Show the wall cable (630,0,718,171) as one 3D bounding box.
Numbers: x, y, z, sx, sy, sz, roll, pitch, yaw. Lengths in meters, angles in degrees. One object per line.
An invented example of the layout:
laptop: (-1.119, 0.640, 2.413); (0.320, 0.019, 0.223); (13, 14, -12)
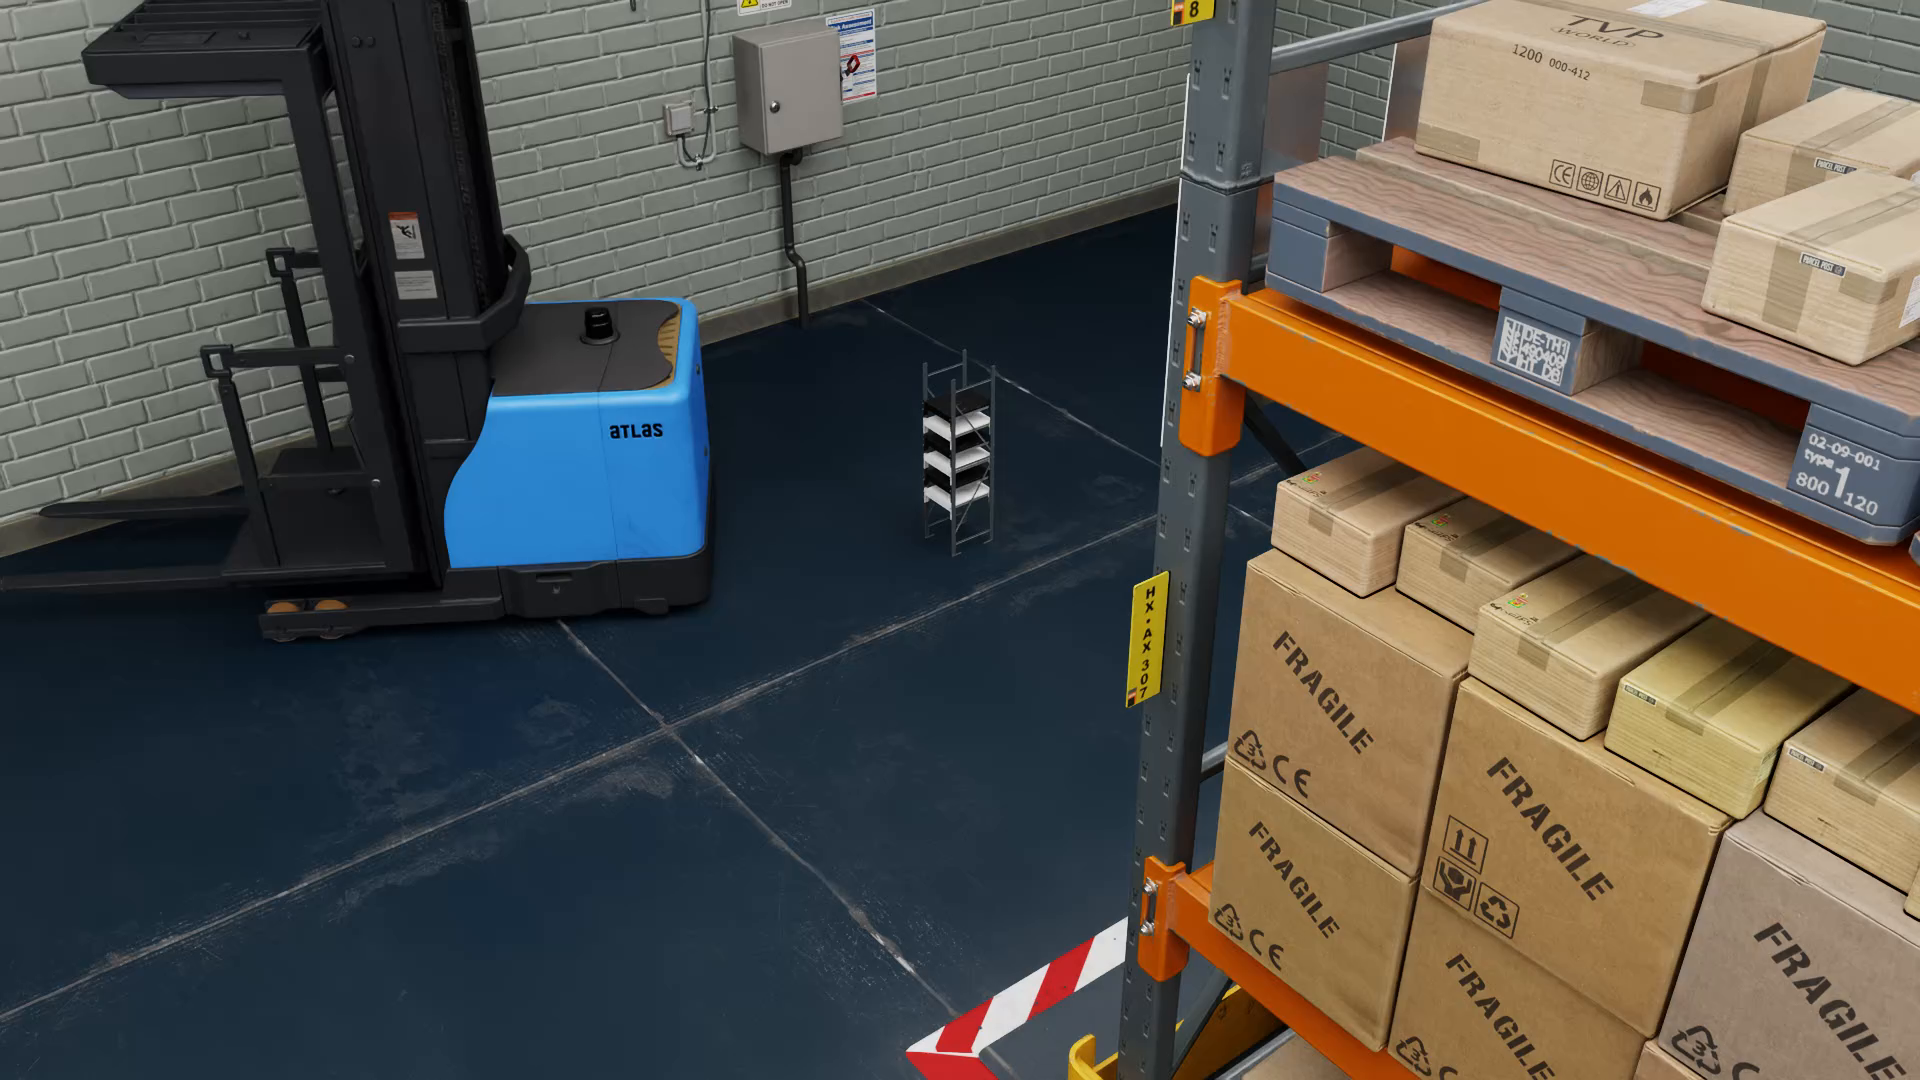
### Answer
wall cable: (-1.510, -2.792, 8.439); (0.588, 1.984, 0.122); (-22, 38, -31)

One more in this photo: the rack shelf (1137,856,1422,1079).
rack shelf: (2.080, 1.585, 3.037); (1.077, 0.370, 4.000); (-22, 38, -31)

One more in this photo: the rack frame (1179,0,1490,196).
rack frame: (0.853, -2.103, 2.606); (1.000, 3.000, 0.127); (-22, 38, -31)

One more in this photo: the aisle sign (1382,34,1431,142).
aisle sign: (1.054, -0.789, 3.713); (0.394, 0.787, 0.004); (-22, 38, -31)

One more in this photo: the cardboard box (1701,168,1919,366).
cardboard box: (1.339, -0.415, 2.477); (0.380, 0.149, 0.250); (-21, 37, -30)

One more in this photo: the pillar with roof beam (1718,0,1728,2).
pillar with roof beam: (0.430, -3.733, 5.231); (9.100, 9.000, 0.400); (-22, 38, -31)

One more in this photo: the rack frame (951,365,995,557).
rack frame: (0.057, -0.343, 7.450); (0.240, 0.900, 0.006); (-22, 38, -31)

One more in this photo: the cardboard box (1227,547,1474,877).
cardboard box: (0.923, 0.271, 3.428); (0.500, 0.500, 0.500); (-23, 39, -32)

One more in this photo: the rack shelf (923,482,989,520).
rack shelf: (-0.005, -0.204, 7.631); (0.258, 0.077, 0.200); (-22, 38, -31)

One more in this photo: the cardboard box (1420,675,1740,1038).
cardboard box: (1.245, 0.484, 3.085); (0.500, 0.500, 0.500); (-23, 39, -33)

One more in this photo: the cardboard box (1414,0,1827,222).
cardboard box: (1.200, -0.827, 3.045); (0.500, 0.250, 0.500); (-26, 40, -36)

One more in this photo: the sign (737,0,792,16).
sign: (-1.045, -2.935, 8.849); (0.339, 0.242, 0.001); (-22, 38, -31)

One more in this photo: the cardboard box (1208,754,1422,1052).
cardboard box: (0.921, 0.696, 3.691); (0.500, 0.500, 0.500); (-23, 38, -32)

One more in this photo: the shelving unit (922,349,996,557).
shelving unit: (-0.005, -0.386, 7.518); (0.258, 0.900, 0.210); (-22, 38, -31)

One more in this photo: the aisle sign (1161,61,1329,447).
aisle sign: (0.580, -0.595, 3.400); (0.394, 0.787, 0.004); (-22, 38, -31)

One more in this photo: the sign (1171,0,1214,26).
sign: (0.411, -1.056, 2.861); (0.100, 0.325, 0.005); (-22, 38, -31)

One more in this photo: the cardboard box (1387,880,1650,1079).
cardboard box: (1.253, 0.898, 3.366); (0.500, 0.500, 0.500); (-23, 38, -32)

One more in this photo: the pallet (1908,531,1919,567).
pallet: (2.069, 0.024, 2.110); (1.003, 0.211, 1.213); (-22, 38, -31)

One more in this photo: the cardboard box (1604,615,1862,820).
cardboard box: (1.314, 0.276, 2.805); (0.380, 0.149, 0.250); (-24, 39, -33)

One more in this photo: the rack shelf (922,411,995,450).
rack shelf: (-0.005, -0.510, 7.441); (0.258, 0.077, 0.200); (-22, 38, -31)

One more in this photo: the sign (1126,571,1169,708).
sign: (0.411, 0.221, 3.655); (0.100, 0.325, 0.005); (-22, 38, -31)

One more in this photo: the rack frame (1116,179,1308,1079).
rack frame: (0.853, 0.446, 4.189); (1.000, 3.000, 0.127); (-22, 38, -31)

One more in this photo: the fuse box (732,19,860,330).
fuse box: (-0.874, -1.968, 9.297); (0.539, 1.711, 0.414); (-22, 38, -31)

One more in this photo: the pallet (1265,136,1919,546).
pallet: (1.316, -0.485, 2.929); (1.003, 0.211, 1.213); (-22, 38, -31)

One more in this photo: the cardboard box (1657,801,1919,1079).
cardboard box: (1.567, 0.696, 2.744); (0.500, 0.500, 0.500); (-23, 38, -32)

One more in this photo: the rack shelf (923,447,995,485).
rack shelf: (-0.005, -0.357, 7.536); (0.258, 0.077, 0.200); (-22, 38, -31)

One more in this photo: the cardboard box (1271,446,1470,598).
cardboard box: (0.852, -0.059, 3.345); (0.380, 0.149, 0.250); (-21, 38, -30)

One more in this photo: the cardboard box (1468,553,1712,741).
cardboard box: (1.138, 0.172, 2.972); (0.380, 0.149, 0.250); (-21, 38, -30)

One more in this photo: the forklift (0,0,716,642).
forklift: (-2.634, -1.107, 6.754); (3.031, 2.935, 1.130); (-3, 32, -5)

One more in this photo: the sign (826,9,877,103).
sign: (-0.611, -2.721, 9.378); (0.329, 0.494, 0.001); (-22, 38, -31)

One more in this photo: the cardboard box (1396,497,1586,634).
cardboard box: (1.069, 0.027, 3.207); (0.380, 0.149, 0.250); (-21, 38, -30)

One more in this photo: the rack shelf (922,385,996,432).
rack shelf: (-0.005, -0.587, 7.393); (0.258, 0.077, 0.200); (-22, 38, -31)

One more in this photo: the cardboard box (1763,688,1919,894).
cardboard box: (1.516, 0.368, 2.657); (0.380, 0.149, 0.250); (-22, 38, -31)

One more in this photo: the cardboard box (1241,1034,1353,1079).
cardboard box: (1.337, 1.599, 4.364); (0.875, 0.438, 0.875); (-24, 39, -33)

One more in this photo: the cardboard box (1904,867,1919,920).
cardboard box: (1.636, 0.486, 2.467); (0.380, 0.149, 0.250); (-22, 38, -31)

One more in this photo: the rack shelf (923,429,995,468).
rack shelf: (-0.005, -0.434, 7.488); (0.258, 0.077, 0.200); (-22, 38, -31)

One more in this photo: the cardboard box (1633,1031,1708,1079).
cardboard box: (1.551, 1.116, 3.016); (0.500, 0.500, 0.500); (-23, 38, -32)

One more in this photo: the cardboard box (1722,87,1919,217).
cardboard box: (1.521, -0.635, 2.832); (0.380, 0.149, 0.250); (-26, 40, -35)

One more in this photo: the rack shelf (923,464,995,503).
rack shelf: (-0.005, -0.281, 7.583); (0.258, 0.077, 0.200); (-22, 38, -31)

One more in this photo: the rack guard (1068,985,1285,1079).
rack guard: (0.839, 1.498, 4.865); (1.175, 0.500, 0.348); (-22, 38, -31)

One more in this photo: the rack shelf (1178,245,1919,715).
rack shelf: (2.080, 0.311, 2.245); (1.077, 0.370, 4.000); (-22, 38, -31)

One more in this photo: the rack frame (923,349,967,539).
rack frame: (-0.067, -0.428, 7.586); (0.240, 0.900, 0.006); (-22, 38, -31)
